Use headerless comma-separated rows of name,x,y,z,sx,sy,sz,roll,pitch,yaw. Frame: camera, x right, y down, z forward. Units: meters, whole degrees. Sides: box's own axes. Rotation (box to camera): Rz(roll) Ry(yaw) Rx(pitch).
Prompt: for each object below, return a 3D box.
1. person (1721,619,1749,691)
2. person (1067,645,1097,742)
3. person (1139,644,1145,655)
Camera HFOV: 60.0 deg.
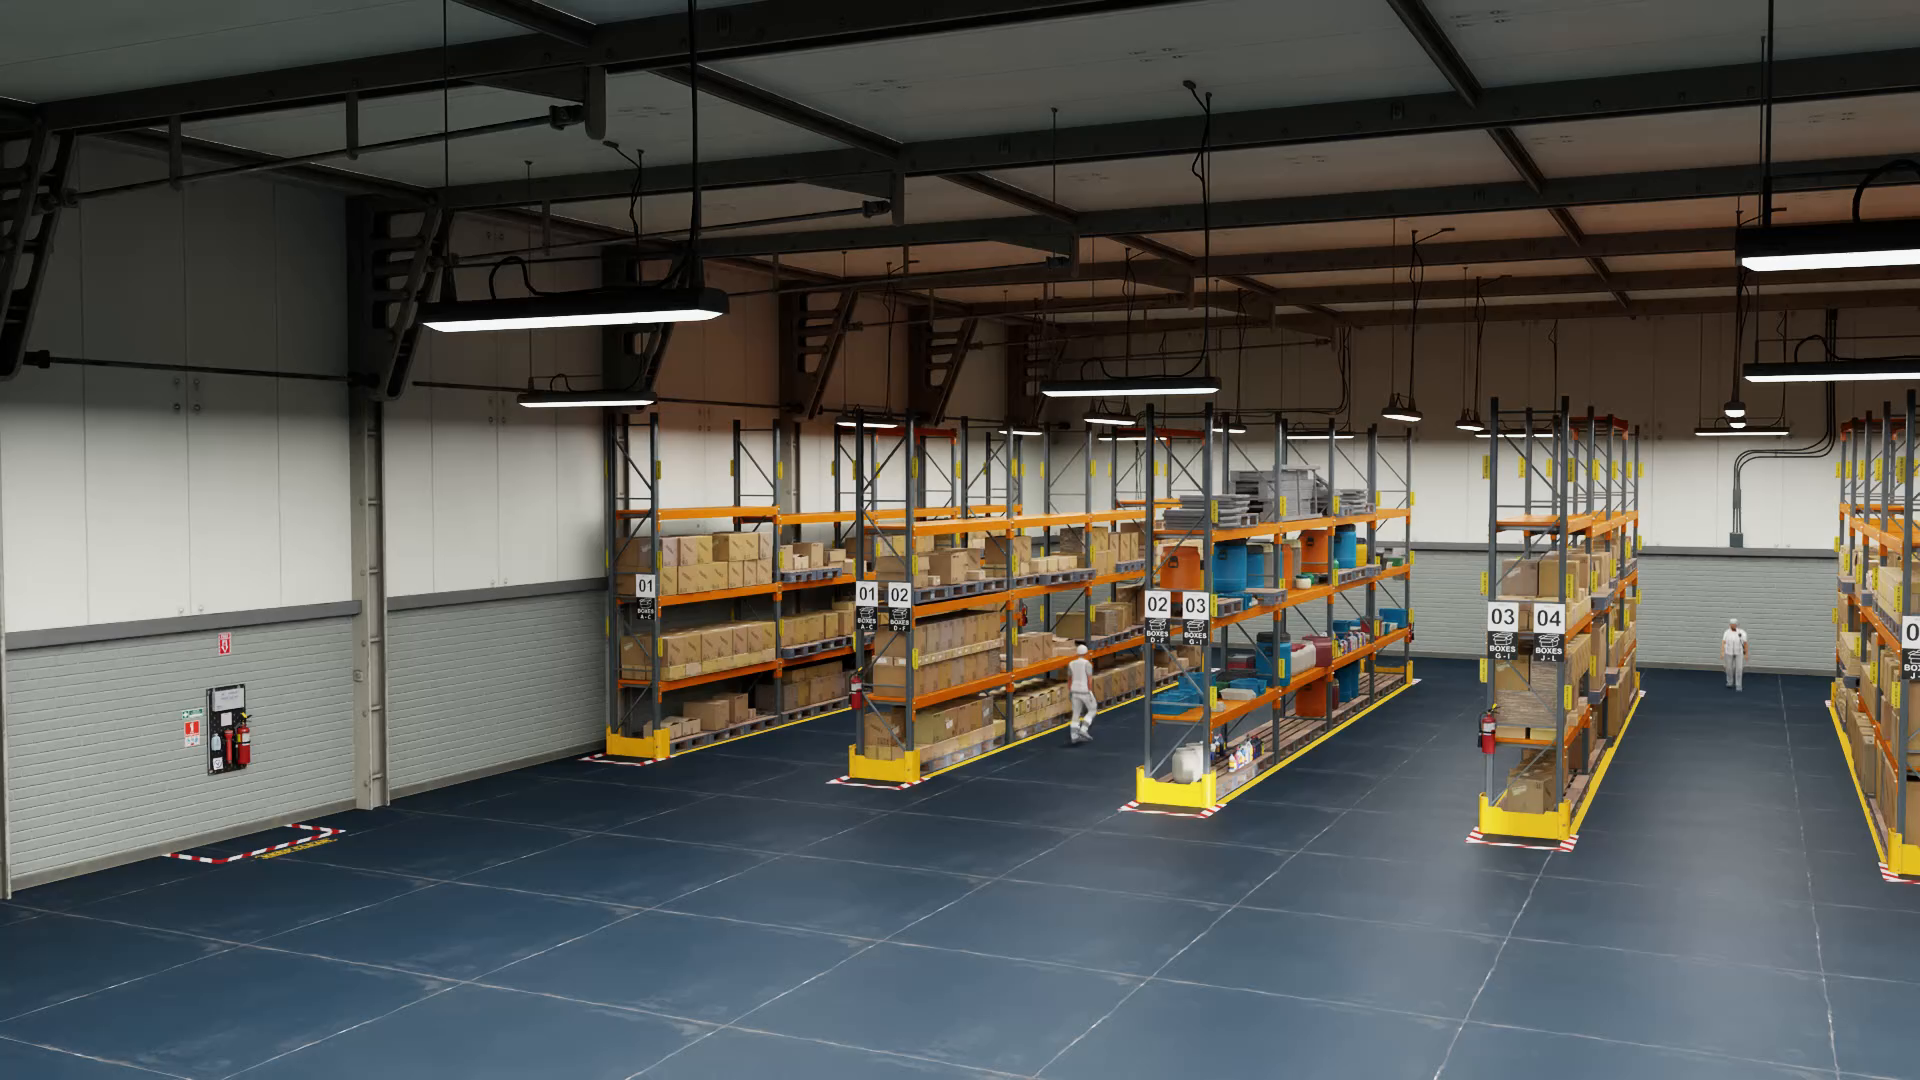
person,17.656,2.594,37.890,0.589,1.601,1.053,1,3,23
person,2.234,2.812,30.565,0.590,1.770,0.497,2,3,41
person,4.715,2.348,42.644,0.637,1.715,1.091,2,3,44
